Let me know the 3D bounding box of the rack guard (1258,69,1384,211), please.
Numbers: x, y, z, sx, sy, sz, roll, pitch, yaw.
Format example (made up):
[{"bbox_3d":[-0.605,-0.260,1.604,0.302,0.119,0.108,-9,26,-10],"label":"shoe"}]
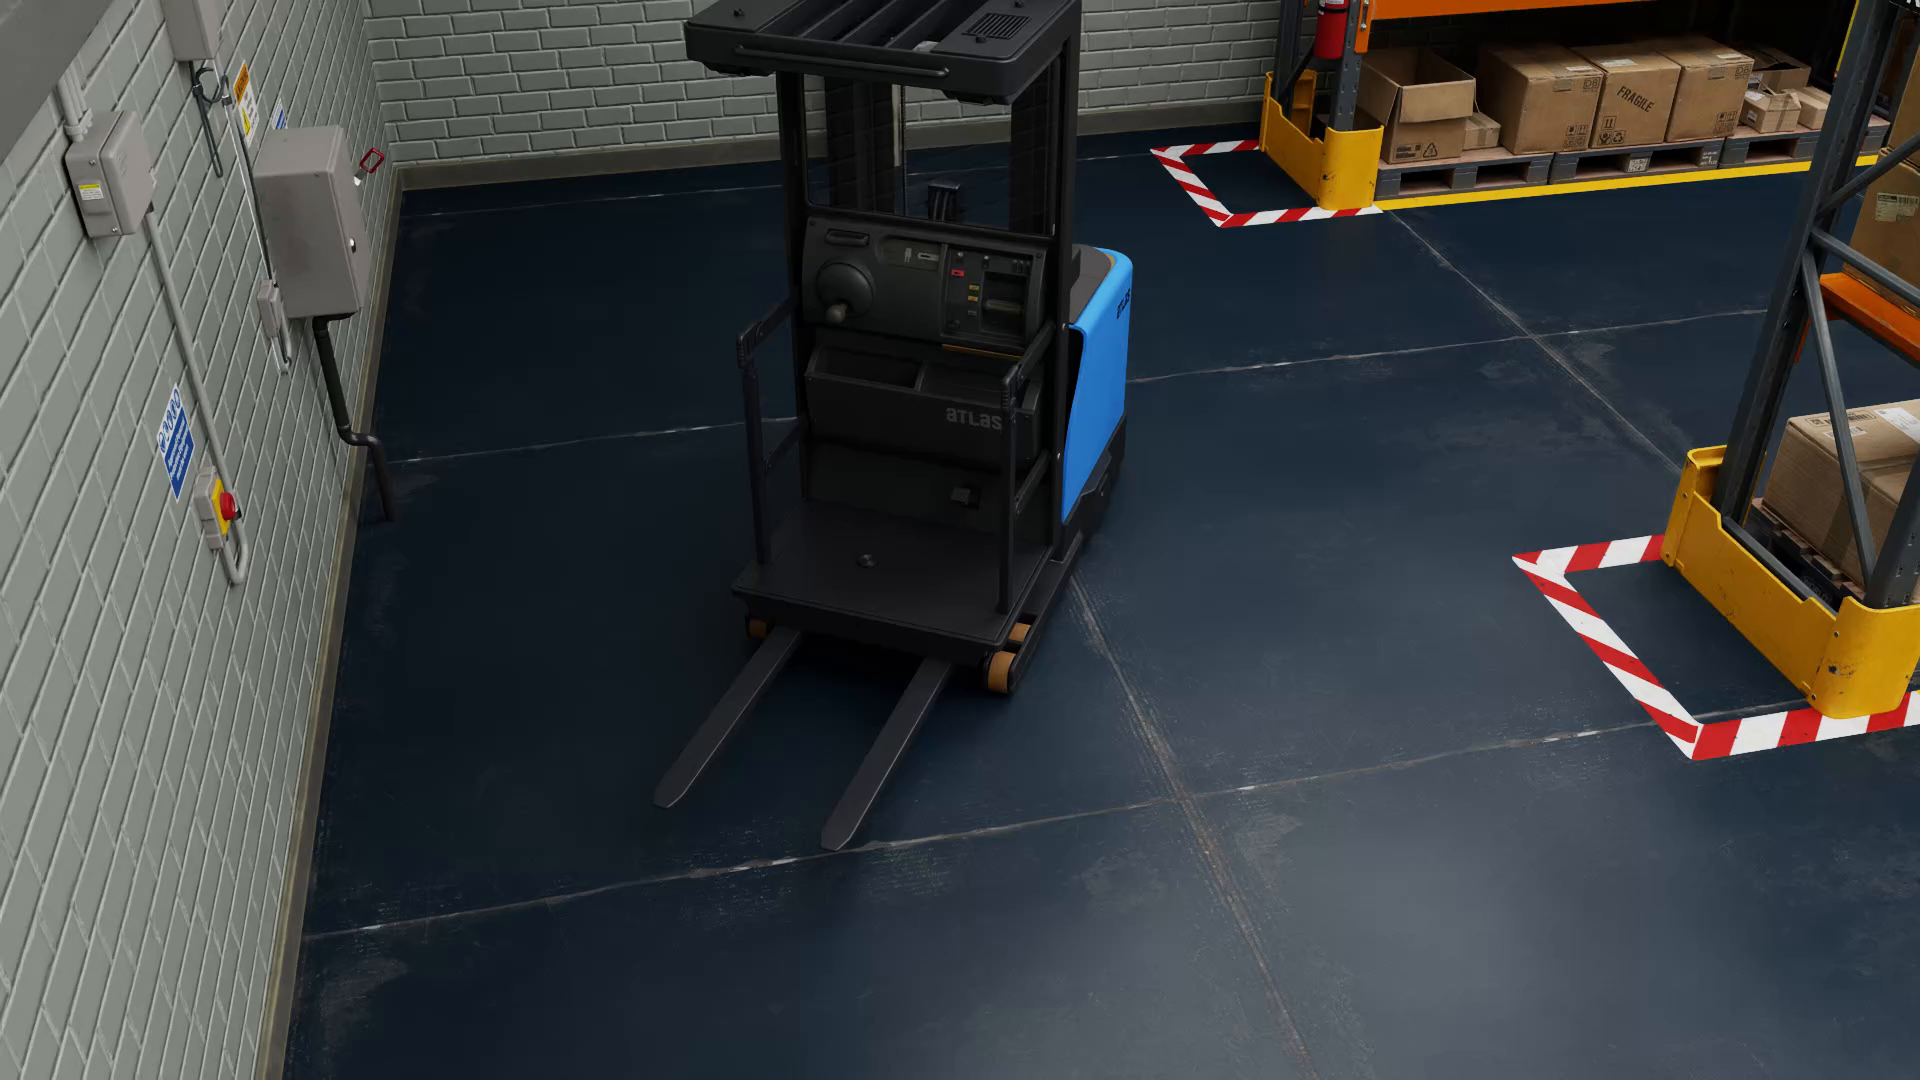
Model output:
[{"bbox_3d":[2.290,-2.575,10.638,0.348,0.500,1.175,-7,35,-11],"label":"rack guard"}]

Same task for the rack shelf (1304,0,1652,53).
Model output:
[{"bbox_3d":[4.167,-3.551,10.495,4.000,0.370,1.077,-7,35,-11],"label":"rack shelf"}]

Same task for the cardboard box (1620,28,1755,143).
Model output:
[{"bbox_3d":[4.688,-2.975,10.858,0.500,0.500,0.700,-8,35,-12],"label":"cardboard box"}]

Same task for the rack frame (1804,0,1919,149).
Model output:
[{"bbox_3d":[6.117,-4.095,10.661,0.127,3.000,1.000,-7,35,-11],"label":"rack frame"}]

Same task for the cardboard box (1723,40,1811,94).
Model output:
[{"bbox_3d":[5.421,-3.200,11.363,0.500,0.311,0.500,-6,34,-9],"label":"cardboard box"}]

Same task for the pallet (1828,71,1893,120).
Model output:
[{"bbox_3d":[6.902,-3.058,11.617,1.213,0.211,1.003,-7,35,-11],"label":"pallet"}]

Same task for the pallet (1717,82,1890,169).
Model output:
[{"bbox_3d":[5.447,-2.853,11.313,1.213,0.211,1.003,-7,35,-11],"label":"pallet"}]

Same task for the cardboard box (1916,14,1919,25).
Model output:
[{"bbox_3d":[6.526,-3.400,10.910,0.250,0.149,0.380,-6,34,-8],"label":"cardboard box"}]

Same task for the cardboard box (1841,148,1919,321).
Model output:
[{"bbox_3d":[3.727,-1.151,6.183,0.500,0.500,0.500,-7,34,-10],"label":"cardboard box"}]

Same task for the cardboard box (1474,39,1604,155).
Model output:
[{"bbox_3d":[3.676,-2.848,10.668,0.500,0.500,0.700,-6,34,-9],"label":"cardboard box"}]

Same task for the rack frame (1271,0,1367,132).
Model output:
[{"bbox_3d":[2.216,-3.603,9.928,0.127,3.000,1.000,-7,35,-11],"label":"rack frame"}]

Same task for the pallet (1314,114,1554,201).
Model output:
[{"bbox_3d":[3.067,-2.553,10.866,1.213,0.211,1.003,-7,35,-11],"label":"pallet"}]

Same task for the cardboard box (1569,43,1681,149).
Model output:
[{"bbox_3d":[4.213,-2.858,10.684,0.500,0.500,0.500,-7,34,-10],"label":"cardboard box"}]

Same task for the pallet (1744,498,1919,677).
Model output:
[{"bbox_3d":[4.077,0.111,6.895,1.213,0.211,1.003,-7,35,-11],"label":"pallet"}]

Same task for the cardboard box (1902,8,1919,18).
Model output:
[{"bbox_3d":[6.413,-3.703,11.360,0.250,0.149,0.380,-9,35,-12],"label":"cardboard box"}]

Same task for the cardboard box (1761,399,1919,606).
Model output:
[{"bbox_3d":[3.936,-0.152,6.707,0.875,0.438,0.875,-8,35,-12],"label":"cardboard box"}]

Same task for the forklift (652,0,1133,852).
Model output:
[{"bbox_3d":[-0.210,-0.886,5.939,1.130,2.935,3.031,11,35,16],"label":"forklift"}]

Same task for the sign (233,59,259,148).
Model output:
[{"bbox_3d":[-2.691,-1.647,6.272,0.001,0.242,0.339,-7,35,-11],"label":"sign"}]

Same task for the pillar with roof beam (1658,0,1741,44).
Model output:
[{"bbox_3d":[6.189,-4.651,6.105,0.400,9.000,9.100,-7,35,-11],"label":"pillar with roof beam"}]

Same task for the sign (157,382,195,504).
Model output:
[{"bbox_3d":[-2.229,-0.279,4.731,0.001,0.218,0.327,-7,35,-11],"label":"sign"}]

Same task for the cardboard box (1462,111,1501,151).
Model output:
[{"bbox_3d":[3.256,-2.649,10.687,0.250,0.149,0.380,-9,35,-12],"label":"cardboard box"}]

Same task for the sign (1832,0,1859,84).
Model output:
[{"bbox_3d":[3.208,-1.782,5.962,0.005,0.325,0.100,-7,35,-11],"label":"sign"}]

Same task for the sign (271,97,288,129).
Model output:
[{"bbox_3d":[-2.812,-1.564,6.973,0.001,0.494,0.329,-7,35,-11],"label":"sign"}]

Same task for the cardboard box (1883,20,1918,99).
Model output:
[{"bbox_3d":[6.639,-3.169,11.147,0.500,0.500,0.500,-6,34,-8],"label":"cardboard box"}]

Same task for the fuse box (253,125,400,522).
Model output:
[{"bbox_3d":[-2.501,-0.825,6.944,0.414,1.711,0.539,-7,35,-11],"label":"fuse box"}]

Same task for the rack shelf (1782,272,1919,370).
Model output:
[{"bbox_3d":[5.265,-0.853,6.475,4.000,0.370,1.077,-7,35,-11],"label":"rack shelf"}]

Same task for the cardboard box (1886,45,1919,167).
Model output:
[{"bbox_3d":[3.732,-1.552,5.883,0.500,0.500,0.500,-6,34,-9],"label":"cardboard box"}]

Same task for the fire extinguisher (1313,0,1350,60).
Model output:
[{"bbox_3d":[2.174,-3.147,9.652,0.183,0.674,0.296,-7,35,-11],"label":"fire extinguisher"}]

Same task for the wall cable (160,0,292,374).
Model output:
[{"bbox_3d":[-2.504,-1.392,5.720,0.122,1.984,0.588,-7,35,-11],"label":"wall cable"}]

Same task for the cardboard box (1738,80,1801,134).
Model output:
[{"bbox_3d":[5.290,-2.862,10.900,0.258,0.266,0.396,-6,34,-9],"label":"cardboard box"}]

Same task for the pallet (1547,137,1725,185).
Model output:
[{"bbox_3d":[4.255,-2.701,11.086,1.213,0.211,1.003,-7,35,-11],"label":"pallet"}]

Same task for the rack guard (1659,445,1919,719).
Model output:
[{"bbox_3d":[3.291,0.135,6.601,0.348,0.500,1.175,-7,35,-11],"label":"rack guard"}]

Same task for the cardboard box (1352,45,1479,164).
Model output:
[{"bbox_3d":[2.833,-2.765,10.542,0.637,0.503,0.797,-9,35,-12],"label":"cardboard box"}]

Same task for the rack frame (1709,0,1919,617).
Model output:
[{"bbox_3d":[3.314,-0.906,5.908,0.127,3.000,1.000,-7,35,-11],"label":"rack frame"}]

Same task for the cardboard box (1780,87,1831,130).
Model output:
[{"bbox_3d":[5.639,-2.858,10.998,0.250,0.149,0.380,-8,35,-12],"label":"cardboard box"}]

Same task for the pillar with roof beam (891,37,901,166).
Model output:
[{"bbox_3d":[0.337,-3.913,5.006,0.400,9.000,9.100,-7,35,-11],"label":"pillar with roof beam"}]

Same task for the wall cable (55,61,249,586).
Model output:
[{"bbox_3d":[-2.180,-0.635,4.565,0.123,1.953,0.585,-7,35,-11],"label":"wall cable"}]

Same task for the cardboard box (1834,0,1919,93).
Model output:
[{"bbox_3d":[6.531,-3.453,11.570,0.500,0.500,0.500,-7,35,-11],"label":"cardboard box"}]
